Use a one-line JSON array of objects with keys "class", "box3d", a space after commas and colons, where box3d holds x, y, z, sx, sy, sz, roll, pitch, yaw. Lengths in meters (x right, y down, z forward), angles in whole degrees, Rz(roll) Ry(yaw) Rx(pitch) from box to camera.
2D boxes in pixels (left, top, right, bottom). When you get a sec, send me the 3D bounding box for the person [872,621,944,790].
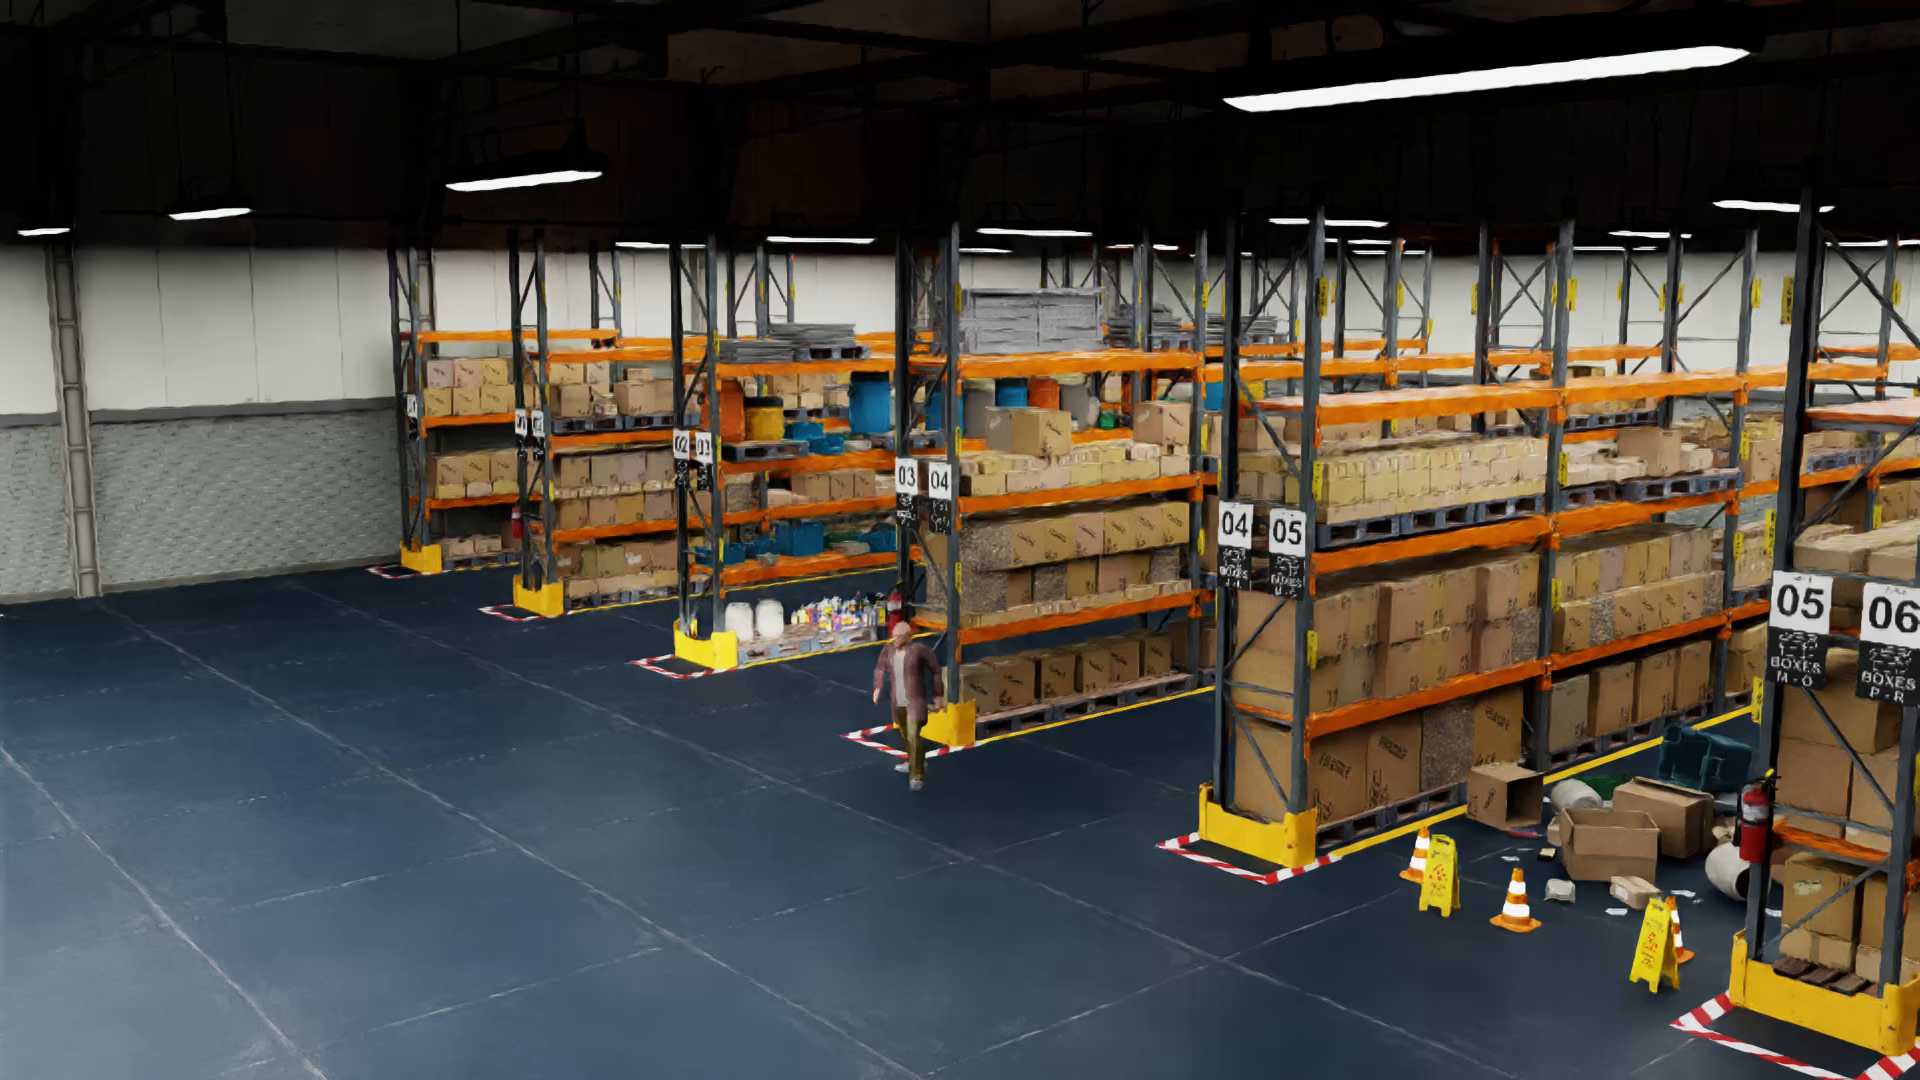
[{"class": "person", "box3d": [-0.515, 1.666, 17.308, 0.735, 1.715, 0.895, 6, 11, 33]}]
